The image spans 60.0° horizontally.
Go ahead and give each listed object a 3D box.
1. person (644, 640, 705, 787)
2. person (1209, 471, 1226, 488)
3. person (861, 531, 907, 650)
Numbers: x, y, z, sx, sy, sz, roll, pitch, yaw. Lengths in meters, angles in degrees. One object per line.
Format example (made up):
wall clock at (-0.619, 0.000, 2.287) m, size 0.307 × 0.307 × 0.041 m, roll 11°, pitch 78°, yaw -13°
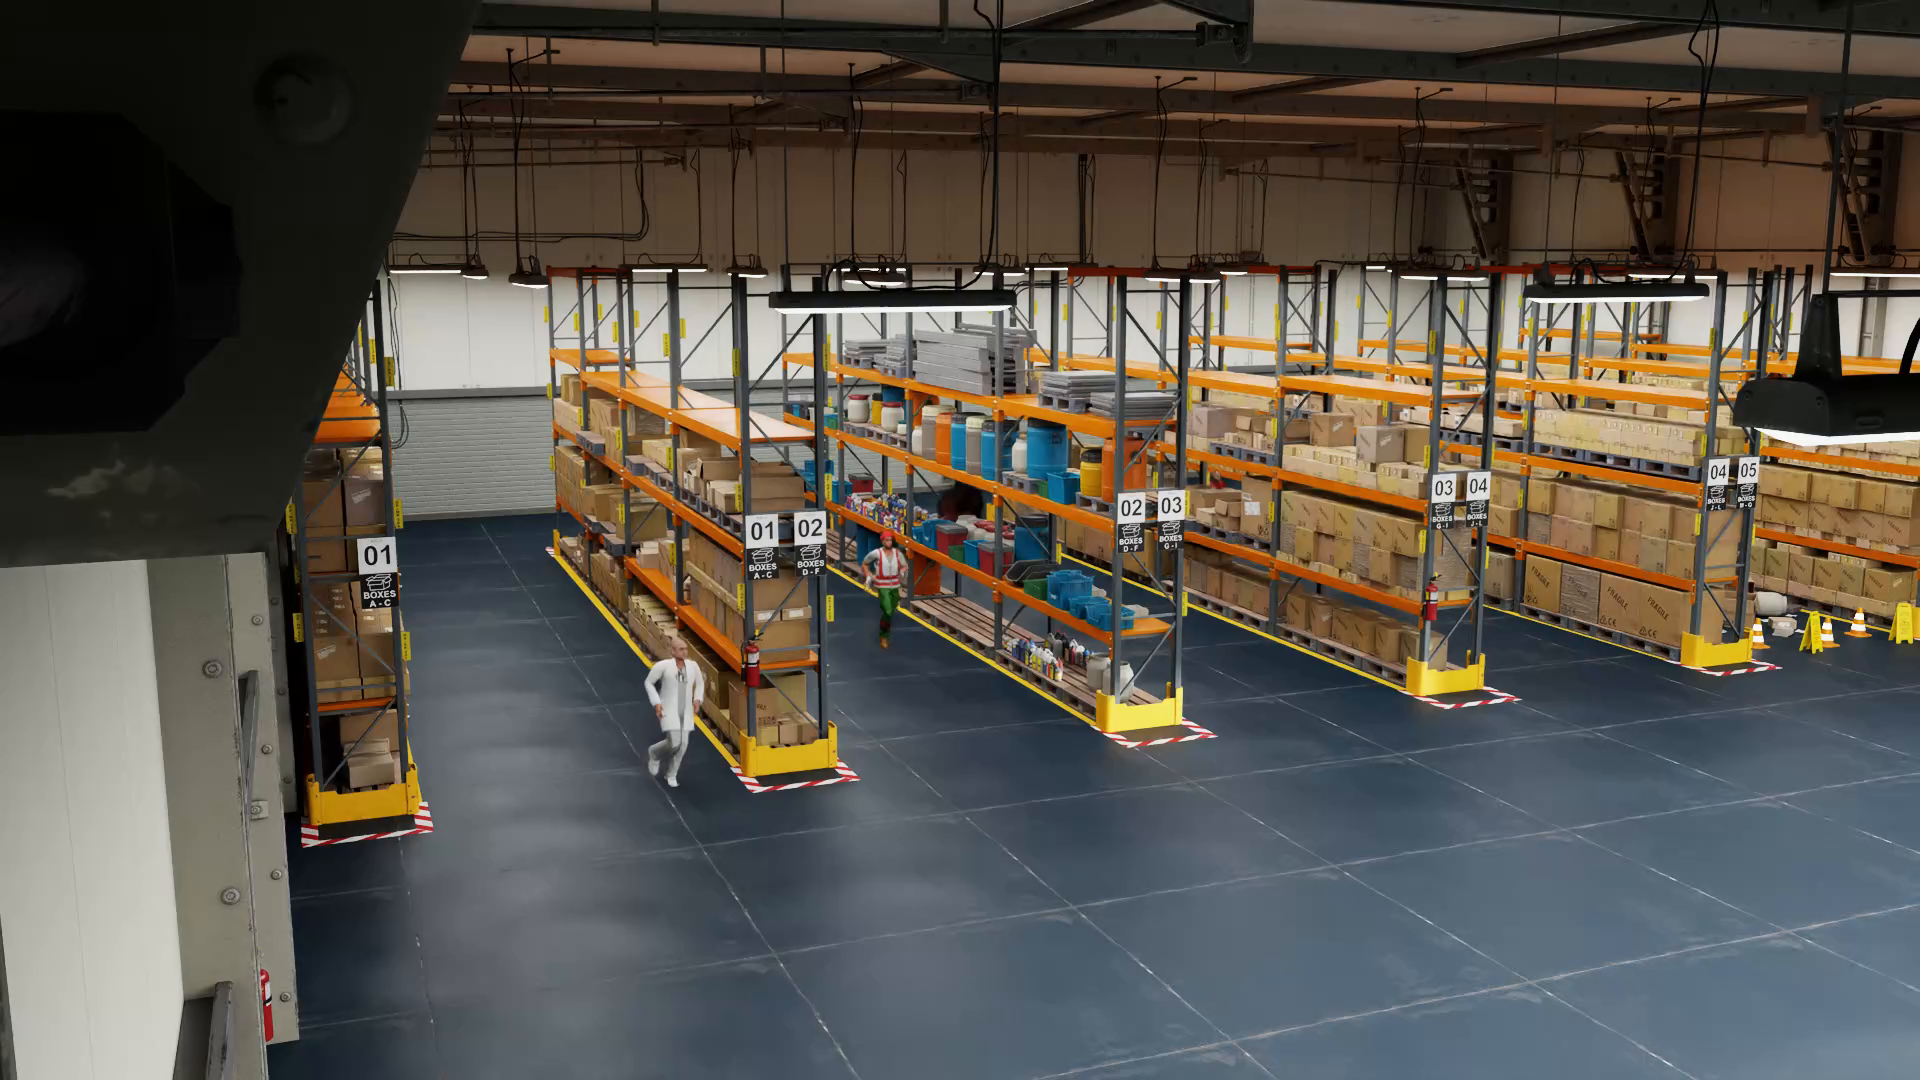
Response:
person at (-3.389, 2.064, 19.979) m, size 0.715 × 1.761 × 0.621 m, roll -7°, pitch 12°, yaw -36°
person at (5.485, -0.636, 35.394) m, size 0.638 × 1.681 × 0.586 m, roll -4°, pitch 11°, yaw -21°
person at (-1.097, 0.770, 25.479) m, size 0.648 × 1.826 × 0.681 m, roll -5°, pitch 11°, yaw -28°
